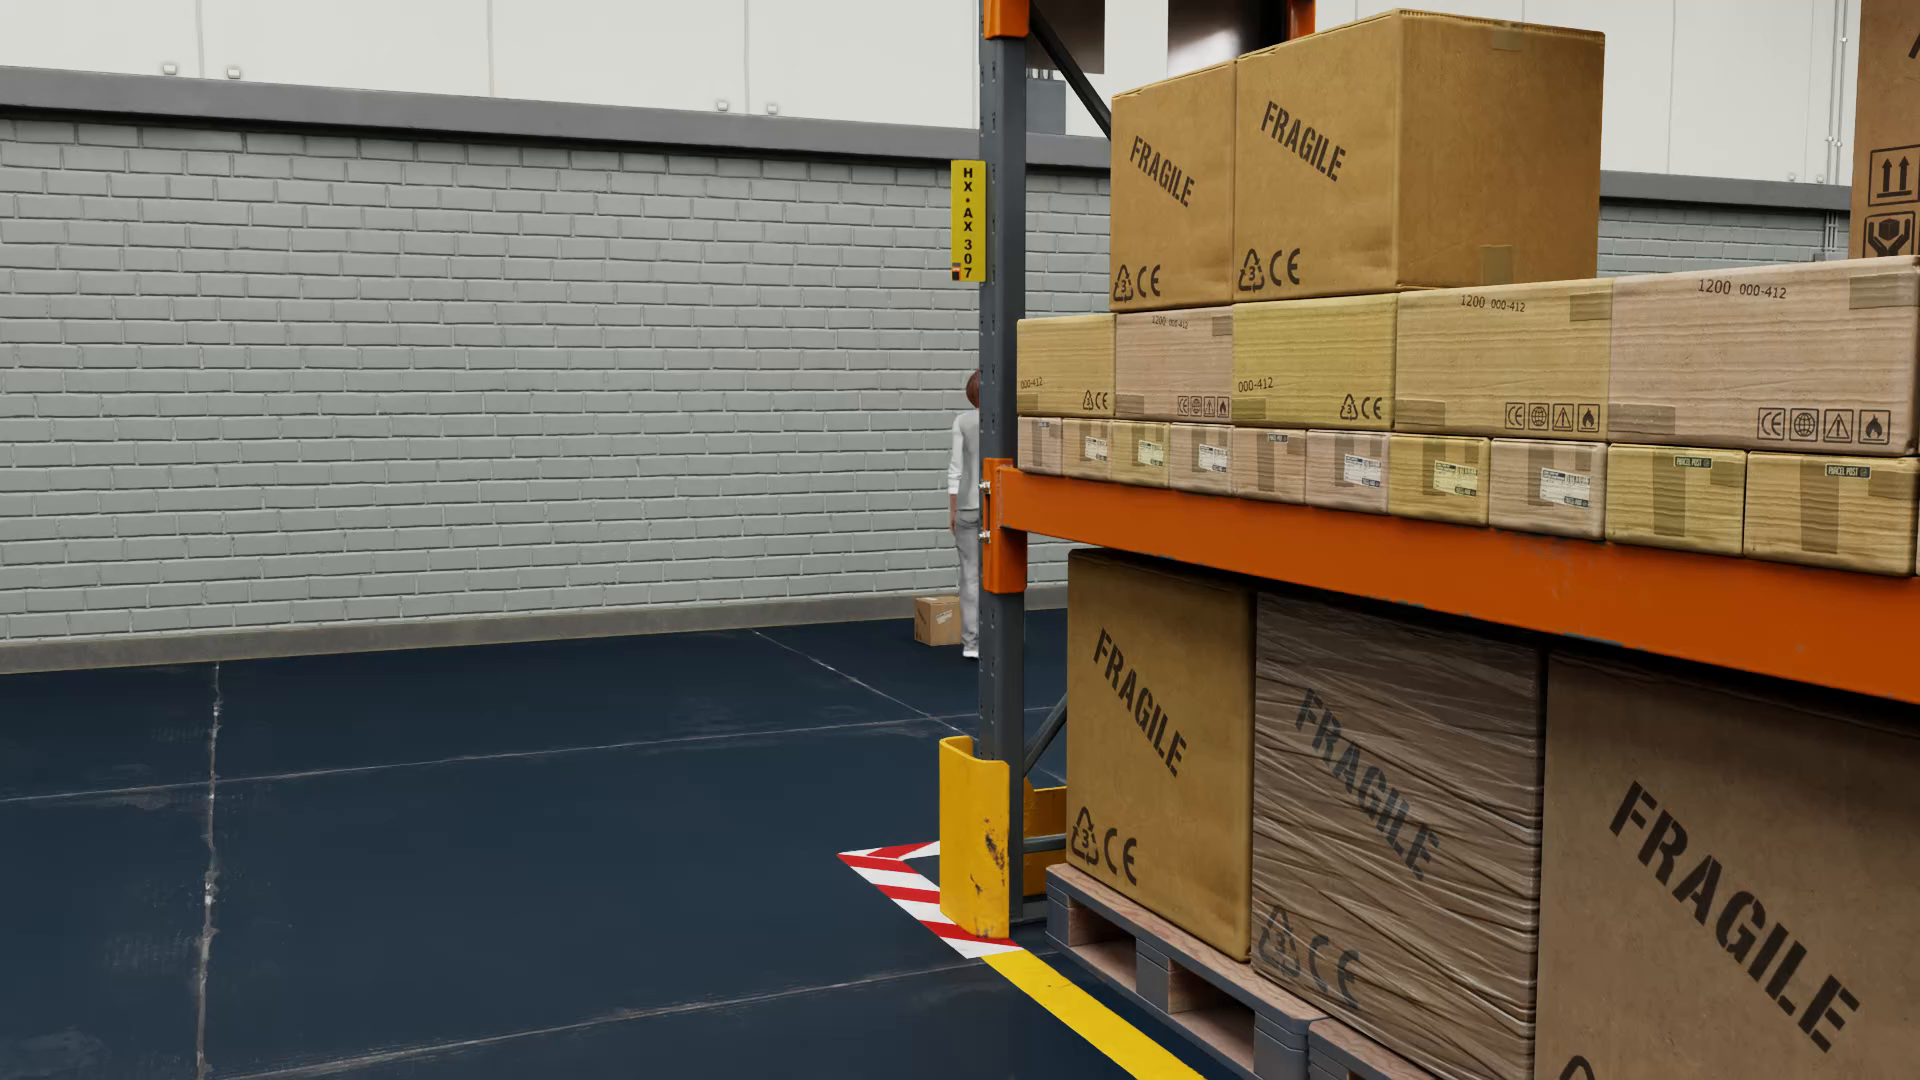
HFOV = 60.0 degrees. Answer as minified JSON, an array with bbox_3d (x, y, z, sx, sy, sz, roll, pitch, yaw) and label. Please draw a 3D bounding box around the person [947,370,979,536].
[{"bbox_3d":[0.138,-0.479,9.202,0.424,0.929,0.291,0,6,-4],"label":"person"}]
